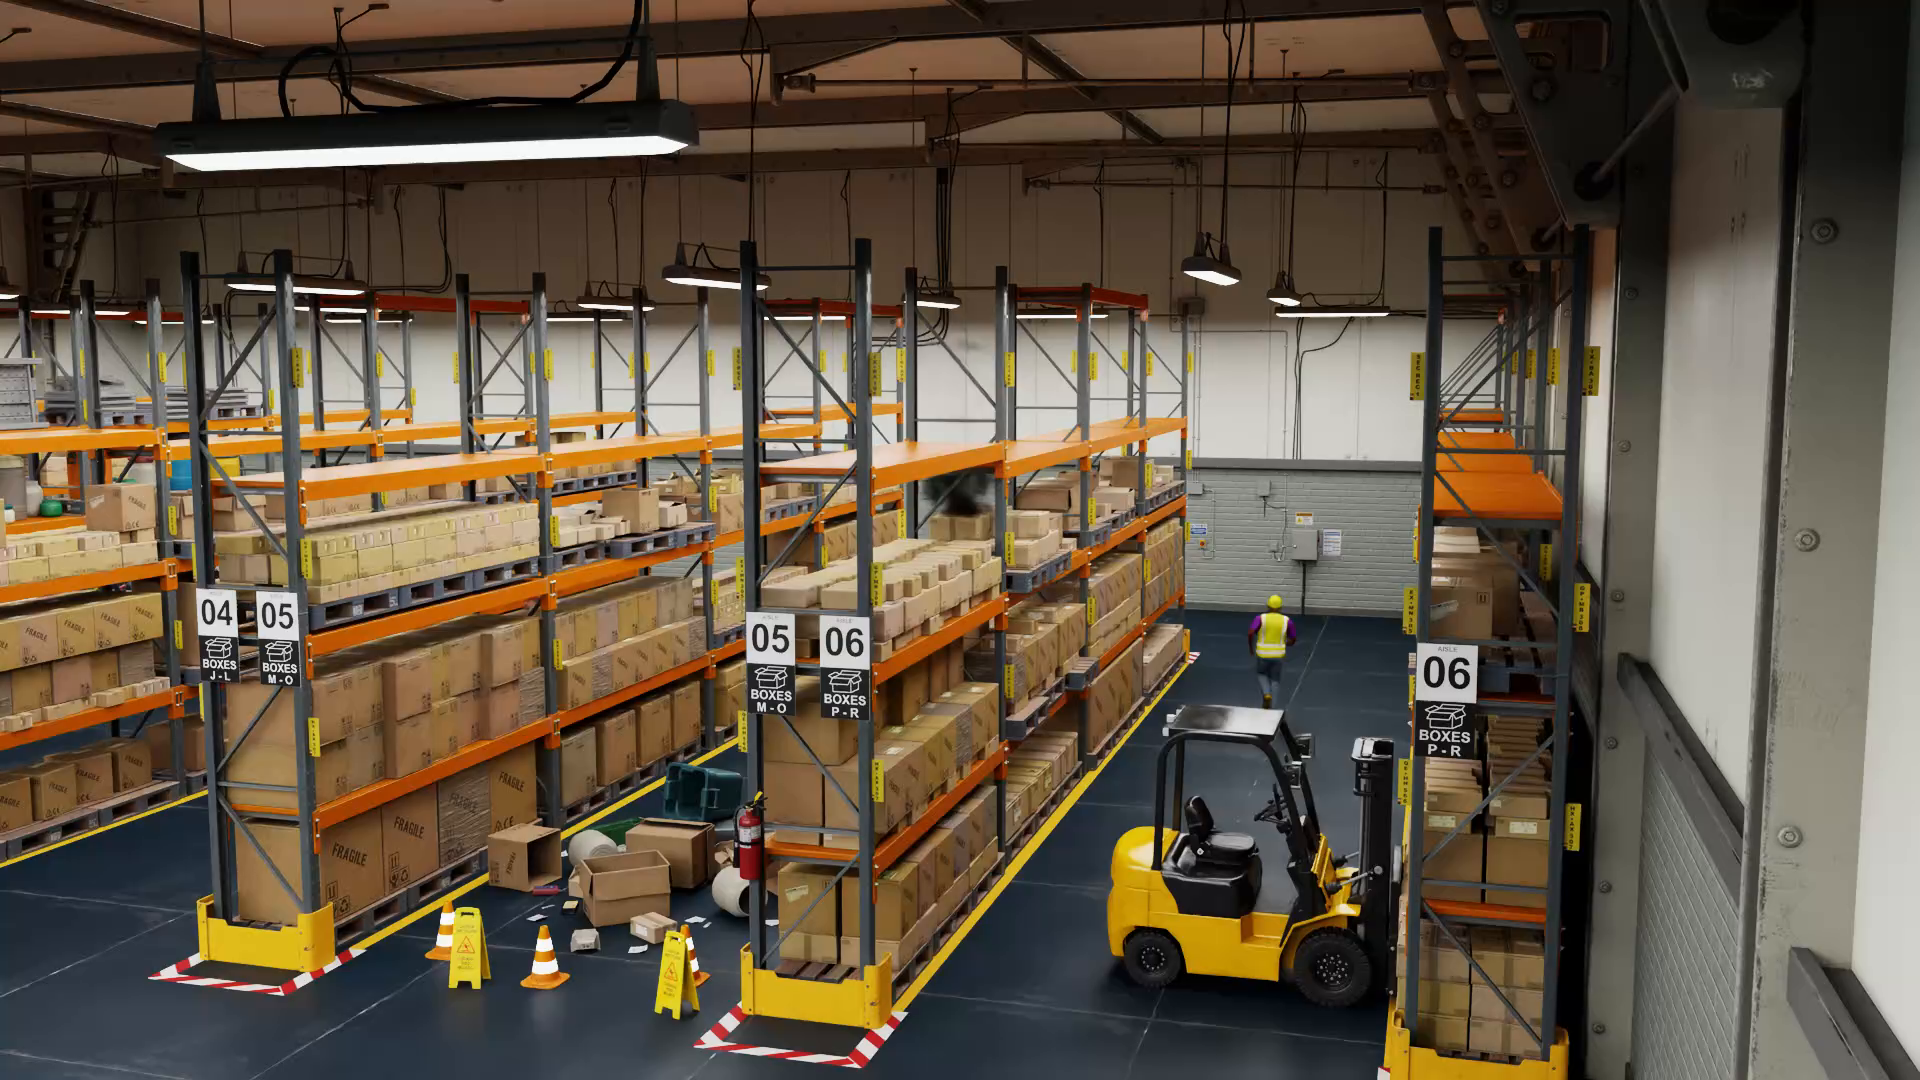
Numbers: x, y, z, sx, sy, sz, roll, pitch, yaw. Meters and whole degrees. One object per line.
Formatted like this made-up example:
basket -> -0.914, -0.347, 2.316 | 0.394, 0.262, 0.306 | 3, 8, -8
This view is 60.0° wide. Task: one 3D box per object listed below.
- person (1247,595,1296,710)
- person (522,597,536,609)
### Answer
person -> 4.463, 1.636, 23.890 | 0.704, 1.721, 0.555 | 1, 6, 5
person -> -6.224, 1.615, 24.021 | 0.638, 1.738, 0.596 | 1, 6, 10
